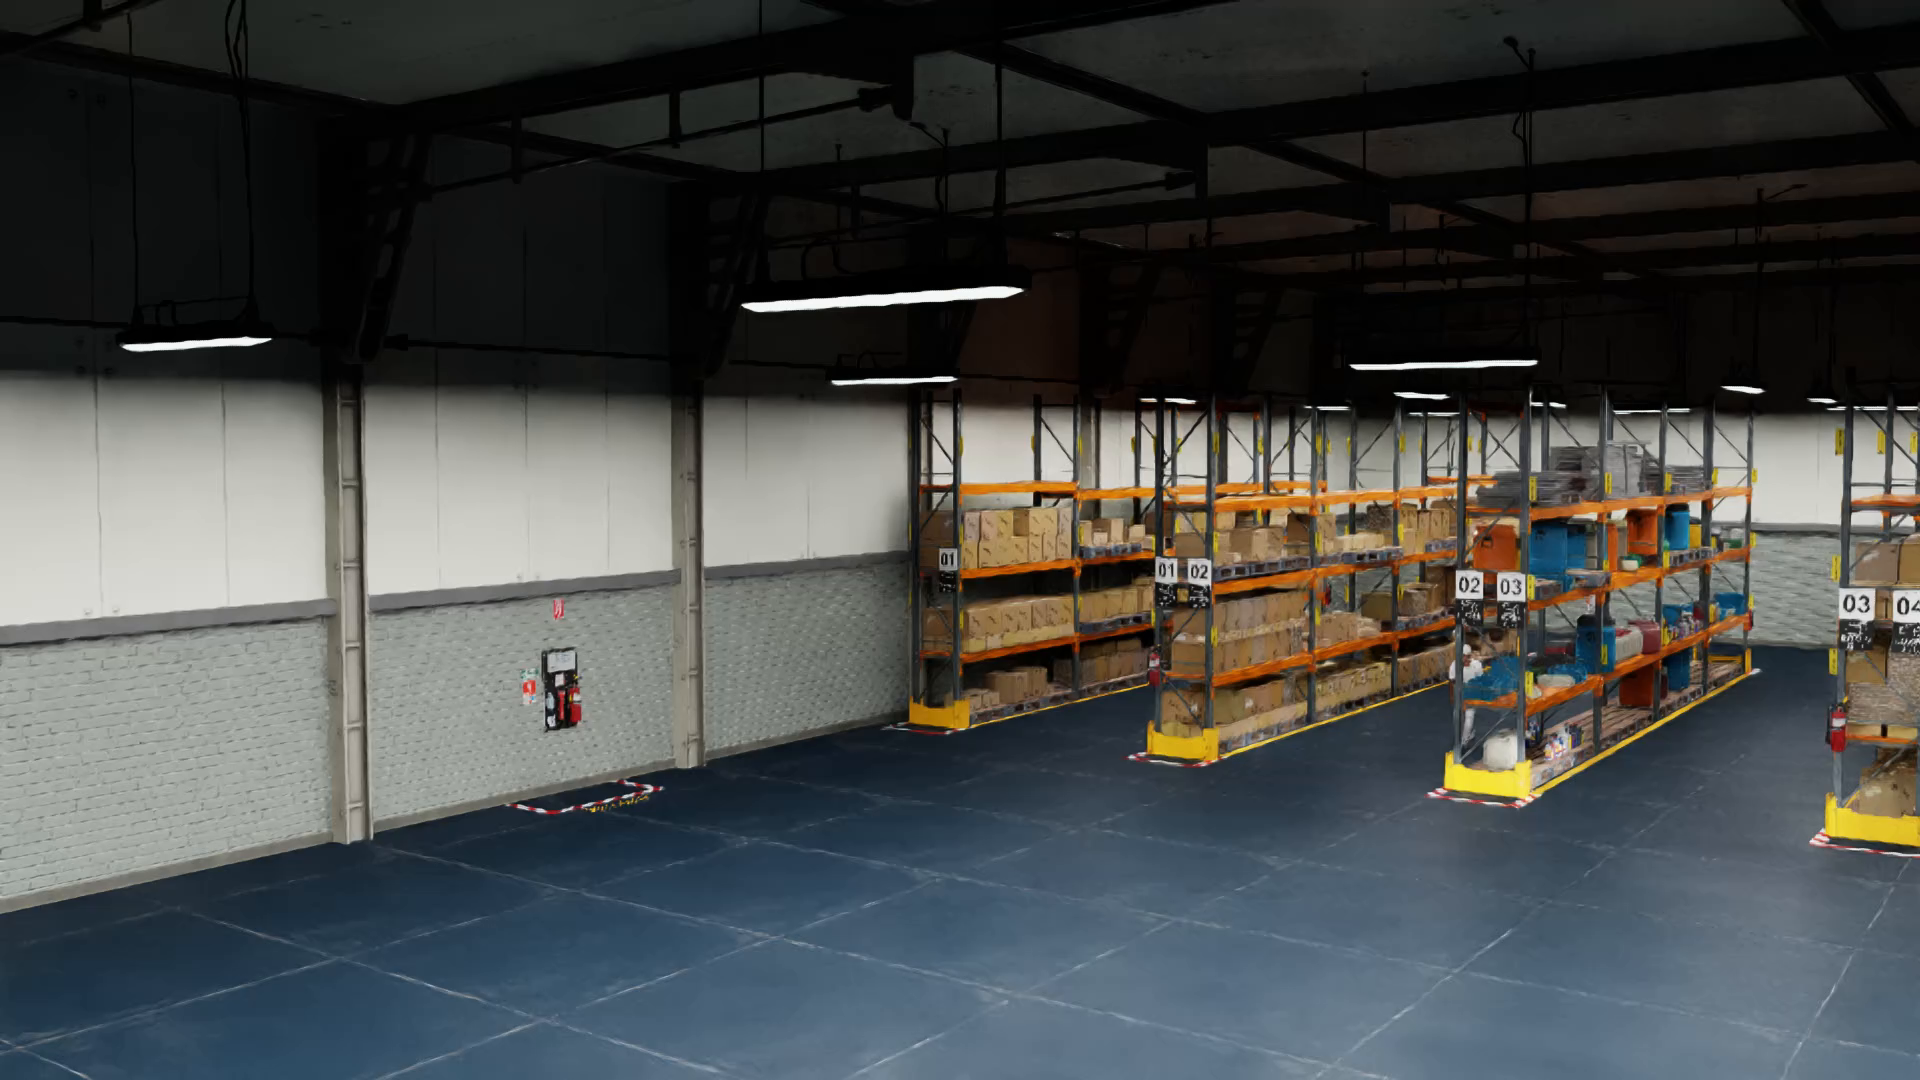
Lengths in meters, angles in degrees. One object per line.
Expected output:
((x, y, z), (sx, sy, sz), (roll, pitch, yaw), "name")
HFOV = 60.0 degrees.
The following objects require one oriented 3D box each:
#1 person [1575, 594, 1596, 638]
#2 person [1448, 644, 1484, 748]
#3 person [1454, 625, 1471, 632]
((16.202, 1.687, 42.645), (0.729, 1.784, 0.500), (0, 3, -7), "person")
((8.410, 2.569, 27.703), (0.577, 1.687, 1.121), (3, 4, 38), "person")
((13.331, 1.668, 43.789), (0.623, 1.658, 0.437), (-1, 4, -23), "person")
